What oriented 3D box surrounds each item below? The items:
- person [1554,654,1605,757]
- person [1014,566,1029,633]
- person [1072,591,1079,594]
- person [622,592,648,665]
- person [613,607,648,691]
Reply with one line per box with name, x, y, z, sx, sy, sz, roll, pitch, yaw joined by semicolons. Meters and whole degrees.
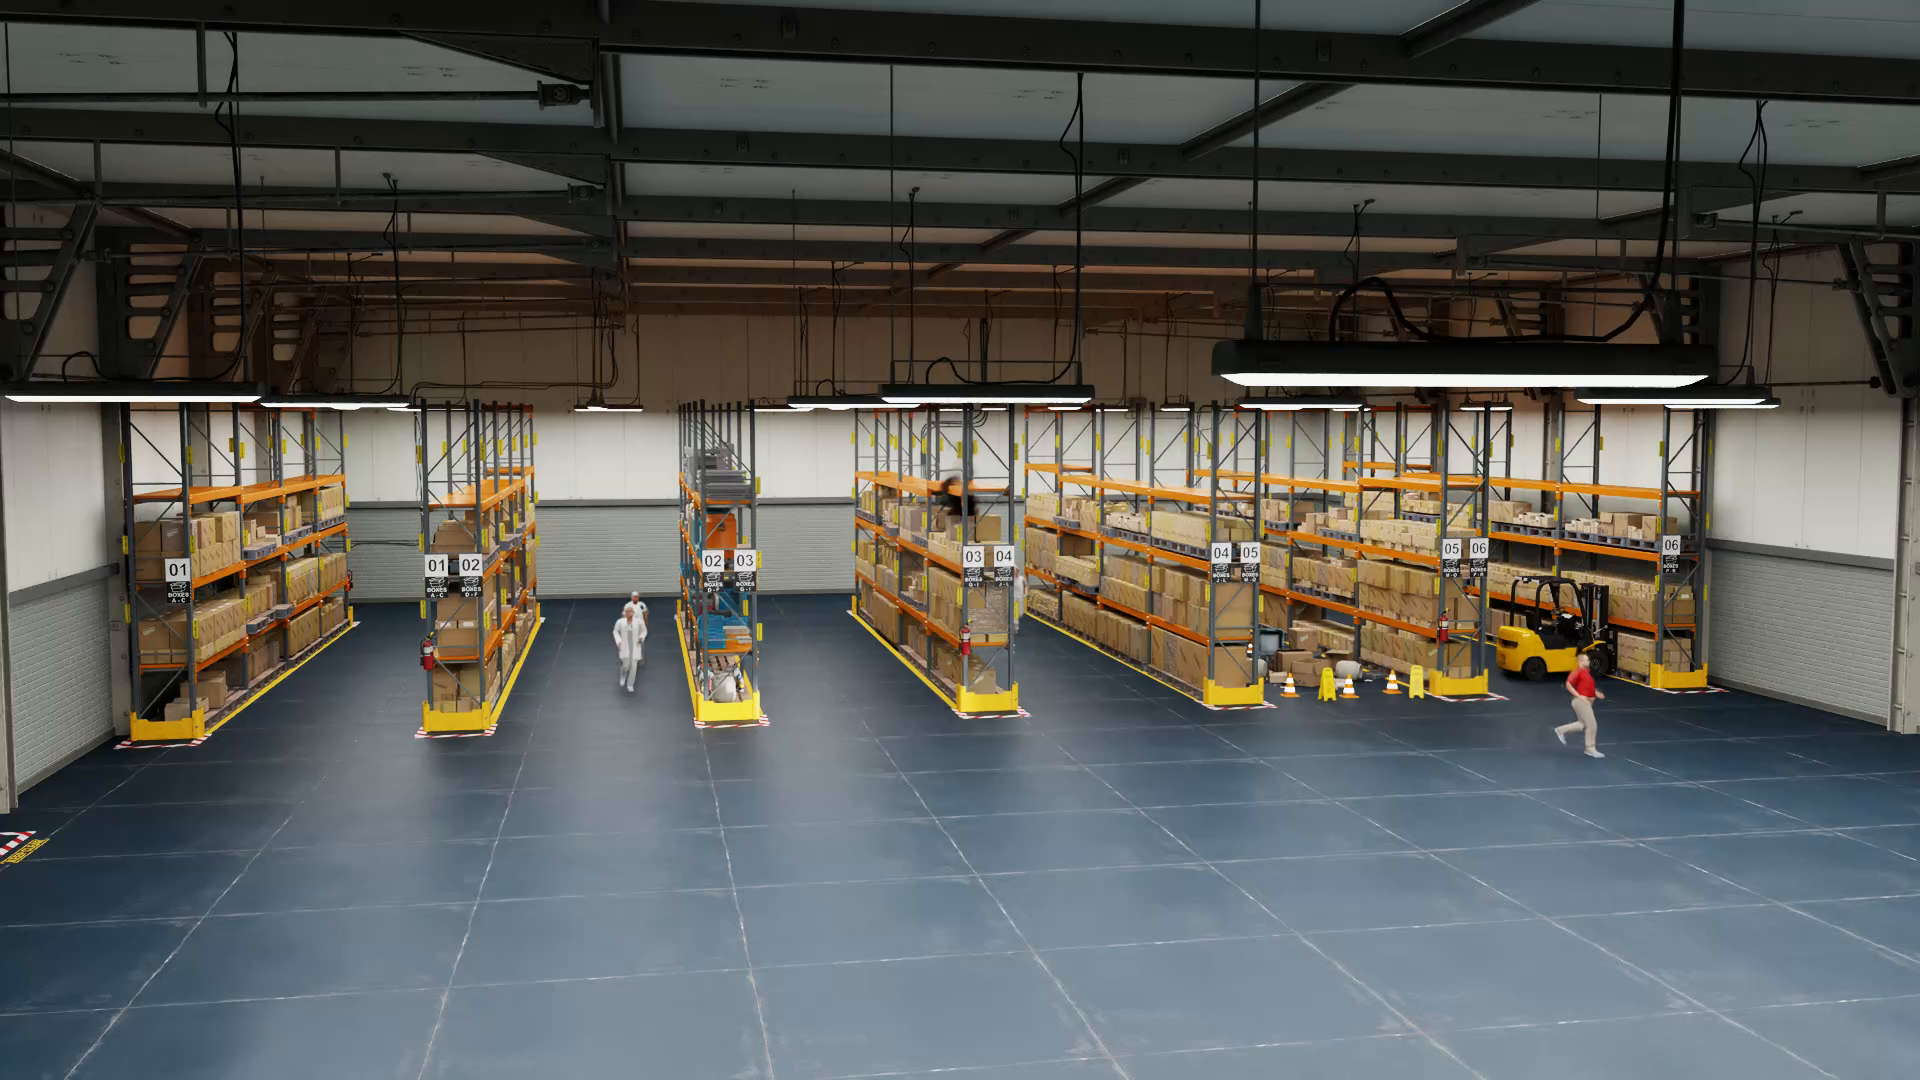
person;10.439;2.775;28.007;0.843;1.721;0.663;3;5;32
person;1.484;1.556;43.746;0.651;1.758;0.635;0;4;-3
person;3.597;1.105;50.262;0.693;1.680;0.539;-1;4;-14
person;-7.447;2.039;38.128;0.592;1.718;0.725;-1;4;-13
person;-6.839;2.252;34.546;0.700;1.747;0.673;-1;4;-12
